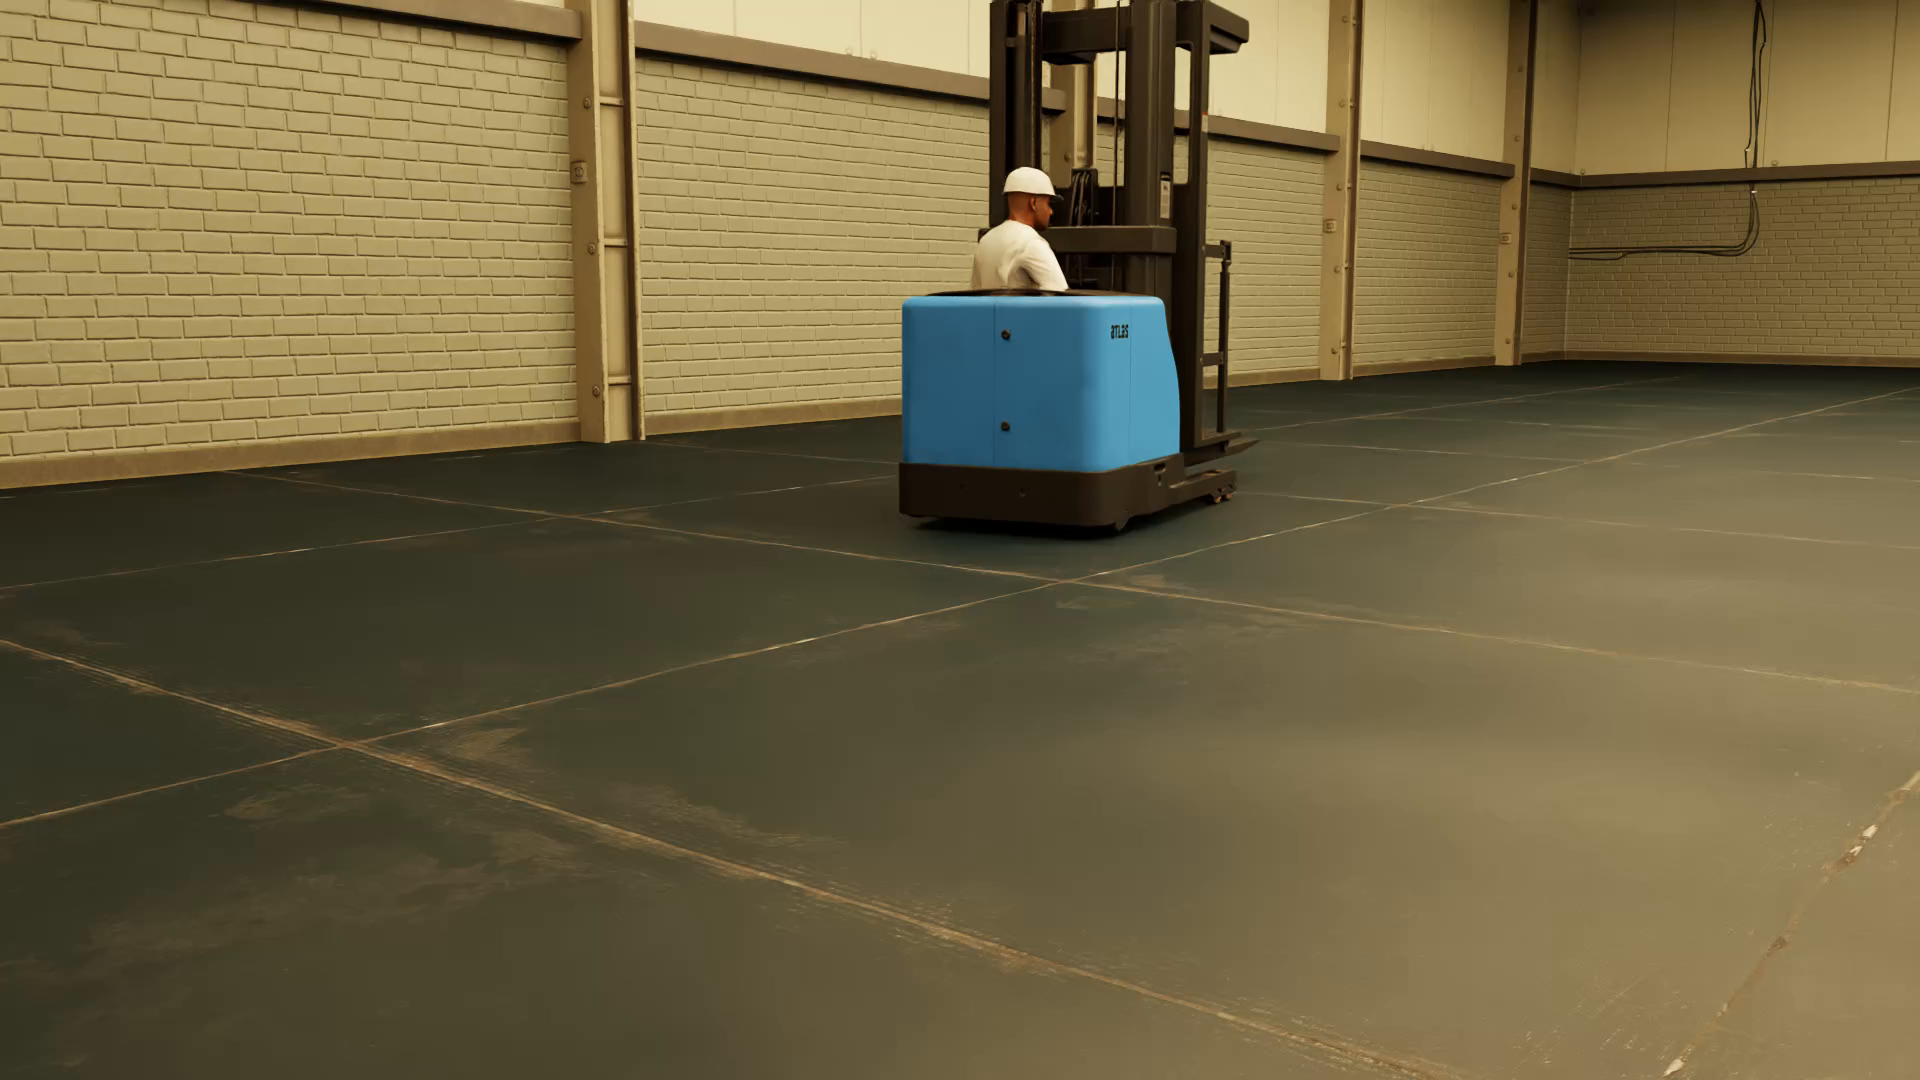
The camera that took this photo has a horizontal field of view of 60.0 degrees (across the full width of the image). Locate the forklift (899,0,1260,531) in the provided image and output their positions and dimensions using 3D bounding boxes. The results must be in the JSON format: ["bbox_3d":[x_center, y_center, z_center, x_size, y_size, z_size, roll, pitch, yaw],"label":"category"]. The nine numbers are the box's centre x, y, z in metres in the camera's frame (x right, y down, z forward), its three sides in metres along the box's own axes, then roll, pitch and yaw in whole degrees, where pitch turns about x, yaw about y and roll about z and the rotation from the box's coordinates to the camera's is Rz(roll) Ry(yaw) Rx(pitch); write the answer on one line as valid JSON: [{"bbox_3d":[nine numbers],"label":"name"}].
[{"bbox_3d":[0.828,-1.664,8.654,1.130,2.935,3.031,4,9,26],"label":"forklift"}]

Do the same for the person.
[{"bbox_3d":[0.375,-0.877,7.886,0.583,1.735,0.826,-3,9,-22],"label":"person"}]
